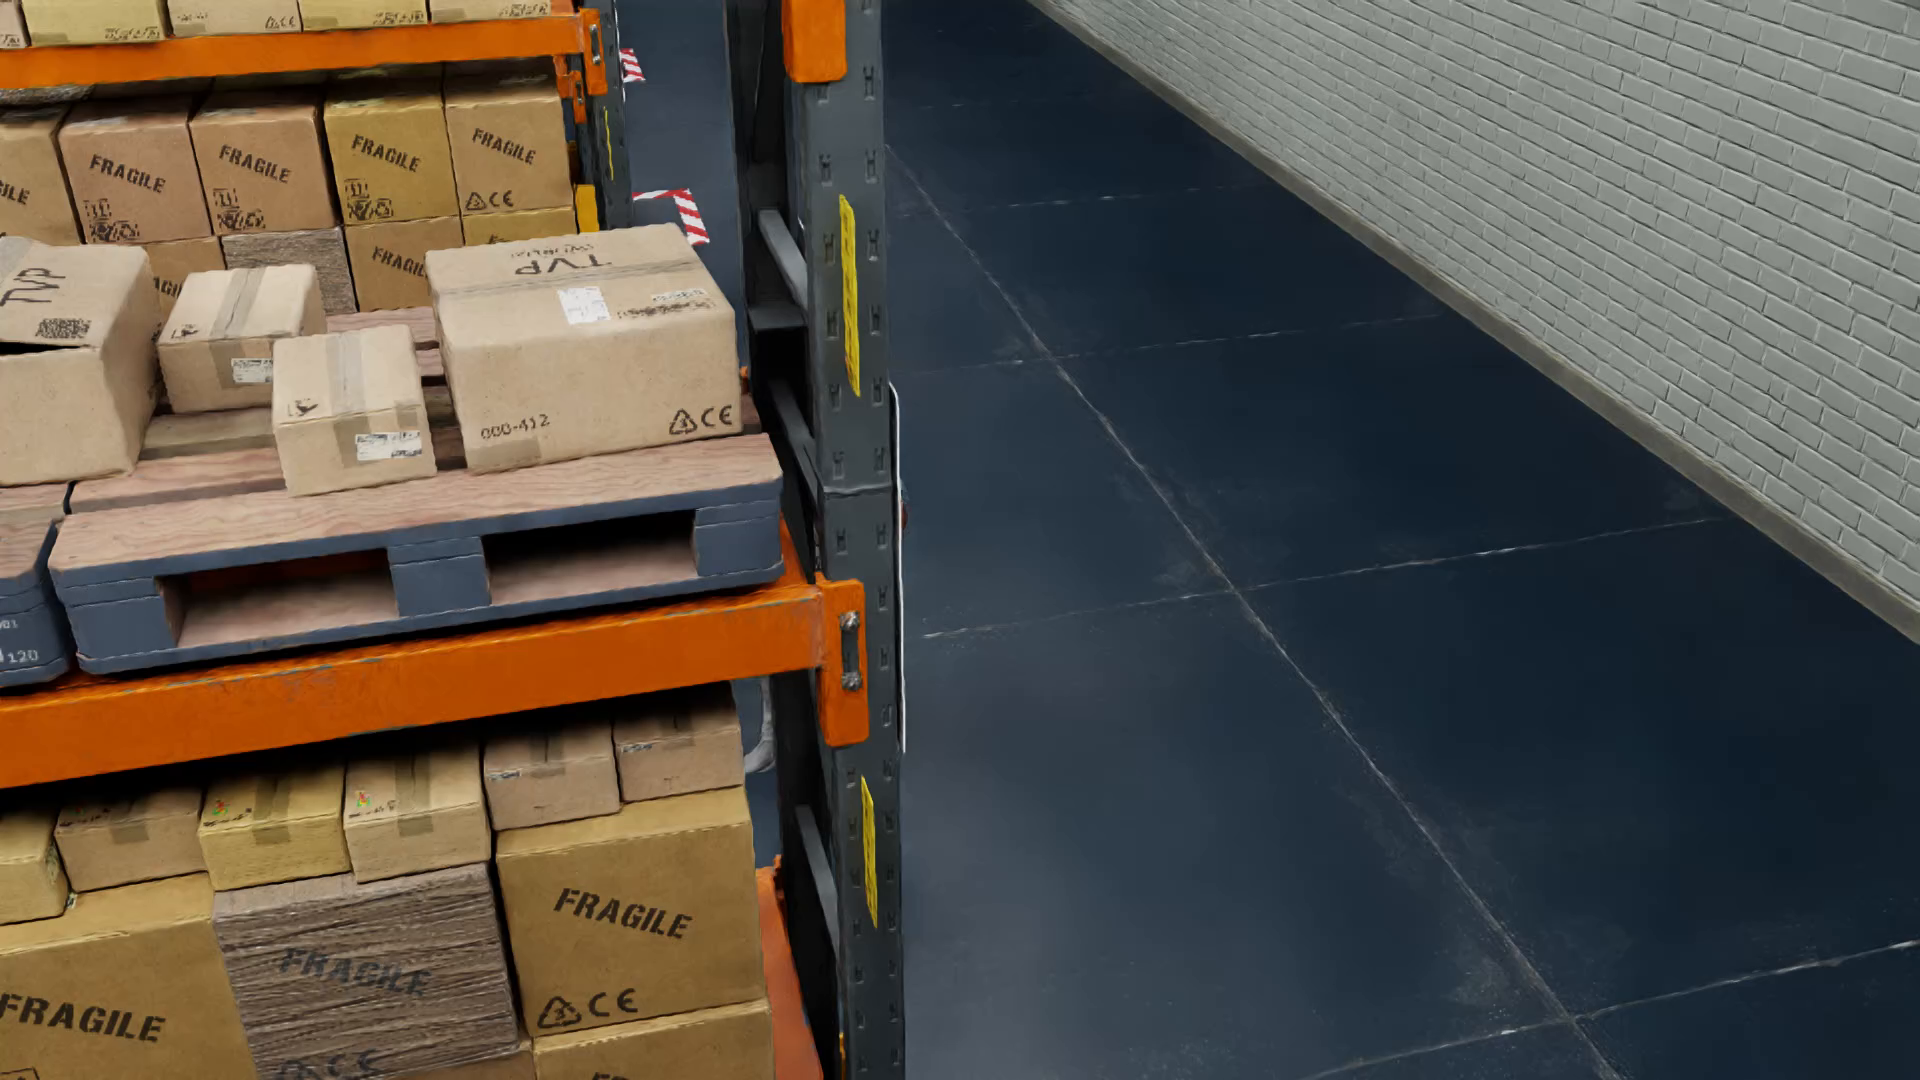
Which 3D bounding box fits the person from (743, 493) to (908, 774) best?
[{"bbox_3d":[-0.651,0.125,6.931,0.761,1.799,0.634,-8,31,-14],"label":"person"}]
